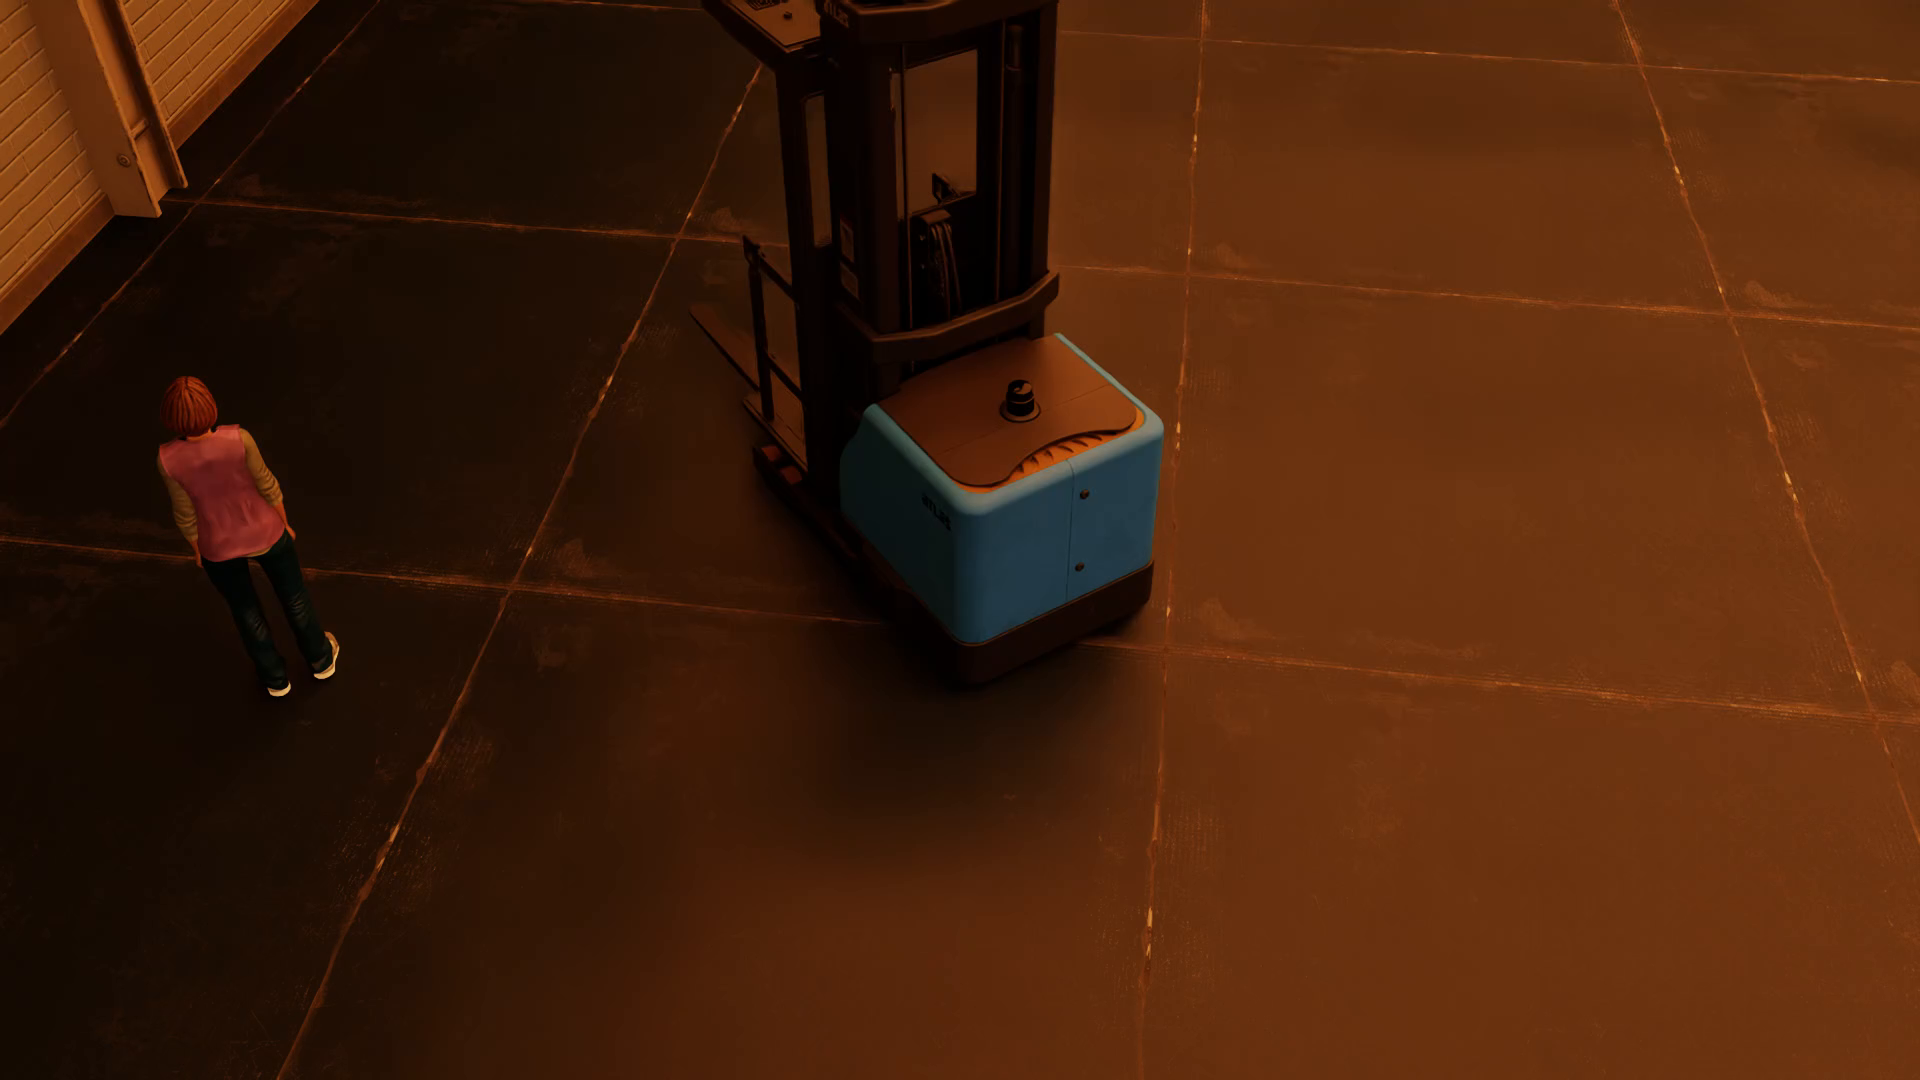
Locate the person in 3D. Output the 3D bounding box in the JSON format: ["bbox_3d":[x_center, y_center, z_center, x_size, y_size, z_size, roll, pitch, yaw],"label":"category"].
[{"bbox_3d":[-2.897,-0.005,6.713,0.405,1.603,0.317,-19,46,-19],"label":"person"}]

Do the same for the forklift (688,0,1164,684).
[{"bbox_3d":[-0.360,-1.433,7.284,1.130,2.935,3.031,-24,48,-24],"label":"forklift"}]
